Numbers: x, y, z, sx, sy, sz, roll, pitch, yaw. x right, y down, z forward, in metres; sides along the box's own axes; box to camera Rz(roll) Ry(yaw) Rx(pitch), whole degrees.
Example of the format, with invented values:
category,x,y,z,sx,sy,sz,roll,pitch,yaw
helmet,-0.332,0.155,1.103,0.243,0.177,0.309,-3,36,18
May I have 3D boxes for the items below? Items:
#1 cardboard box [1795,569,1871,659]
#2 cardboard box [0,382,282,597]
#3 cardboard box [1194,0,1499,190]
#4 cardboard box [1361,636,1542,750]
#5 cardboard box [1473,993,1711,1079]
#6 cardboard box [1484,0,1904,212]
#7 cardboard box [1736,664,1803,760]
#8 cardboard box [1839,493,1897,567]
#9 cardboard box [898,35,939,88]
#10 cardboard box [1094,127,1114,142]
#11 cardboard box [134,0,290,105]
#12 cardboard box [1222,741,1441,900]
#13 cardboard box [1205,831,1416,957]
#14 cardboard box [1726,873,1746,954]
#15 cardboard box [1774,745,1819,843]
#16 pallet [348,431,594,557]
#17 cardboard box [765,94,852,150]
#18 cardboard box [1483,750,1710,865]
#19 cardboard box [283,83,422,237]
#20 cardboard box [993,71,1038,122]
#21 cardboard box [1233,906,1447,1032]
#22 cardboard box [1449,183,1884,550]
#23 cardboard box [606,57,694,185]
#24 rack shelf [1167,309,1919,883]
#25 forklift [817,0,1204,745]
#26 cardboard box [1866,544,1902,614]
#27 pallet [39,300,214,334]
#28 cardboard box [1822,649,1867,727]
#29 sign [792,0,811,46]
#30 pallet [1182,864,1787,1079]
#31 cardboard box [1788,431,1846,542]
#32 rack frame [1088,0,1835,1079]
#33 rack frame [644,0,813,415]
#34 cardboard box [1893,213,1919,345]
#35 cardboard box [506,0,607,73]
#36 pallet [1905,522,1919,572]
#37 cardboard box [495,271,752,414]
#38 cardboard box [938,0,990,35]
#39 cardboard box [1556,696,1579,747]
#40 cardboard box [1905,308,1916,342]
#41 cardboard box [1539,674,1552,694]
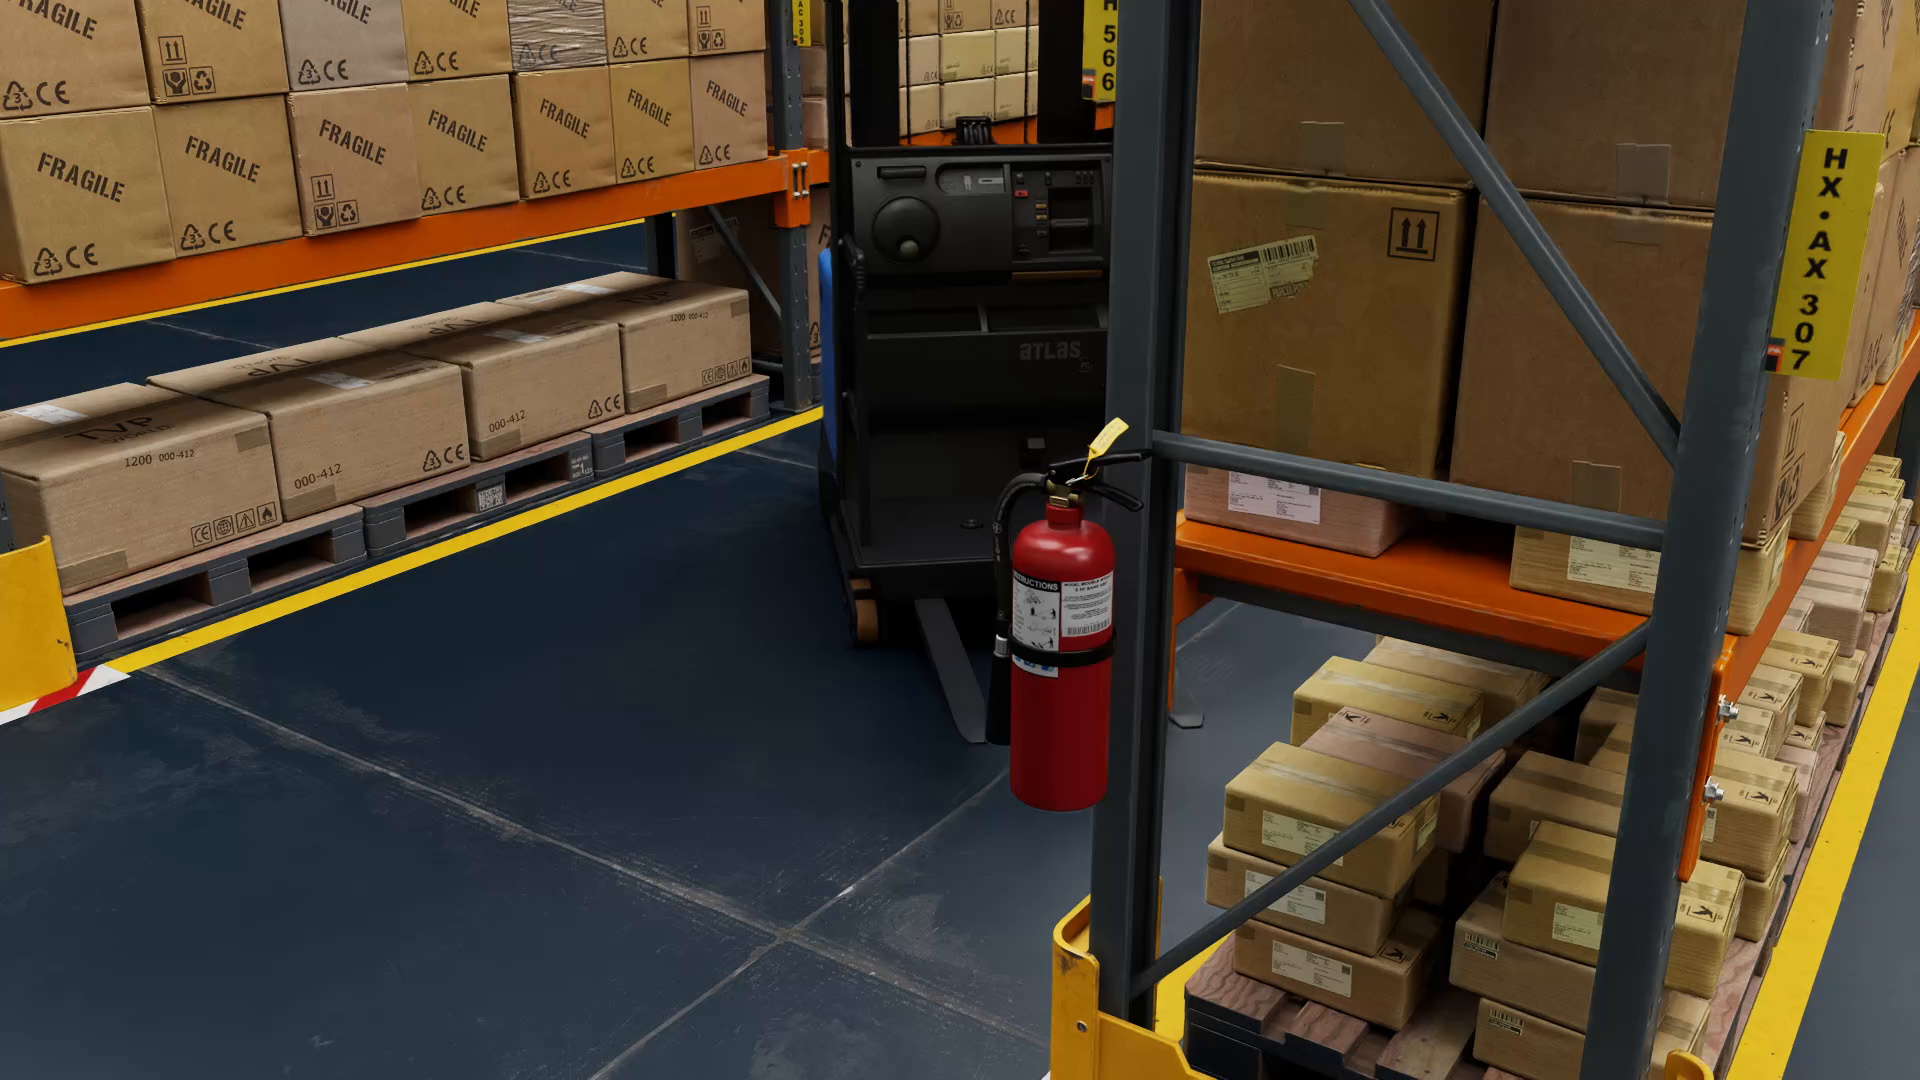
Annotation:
category,x,y,z,sx,sy,sz,roll,pitch,yaw
cardboard box,2.285,0.179,4.603,0.380,0.149,0.250,12,24,30
cardboard box,-3.168,-0.216,6.114,0.875,0.438,0.875,12,24,30
cardboard box,0.745,-0.911,2.890,0.500,0.500,0.500,13,24,31
cardboard box,1.209,0.362,4.109,0.380,0.149,0.250,12,24,30
cardboard box,1.253,0.977,3.305,0.380,0.149,0.250,14,24,33
cardboard box,1.166,-0.808,2.612,0.500,0.500,0.500,13,24,31
cardboard box,1.807,0.386,4.043,0.380,0.149,0.250,14,25,34
cardboard box,2.713,-0.056,5.238,0.380,0.149,0.250,13,24,31
cardboard box,-0.458,-2.550,8.831,0.500,0.250,0.500,14,24,33
cardboard box,0.583,-2.326,11.186,0.875,0.875,0.875,13,24,31
cardboard box,-2.667,-1.760,5.613,0.500,0.500,0.500,13,24,30
cardboard box,0.782,0.584,3.509,0.380,0.149,0.250,14,24,32
cardboard box,0.755,0.718,3.576,0.380,0.149,0.250,13,24,30
cardboard box,1.401,0.757,3.470,0.380,0.149,0.250,13,24,32
cardboard box,1.978,0.615,4.284,0.380,0.149,0.250,12,23,29
pallet,-2.385,-0.297,7.265,1.003,0.211,1.213,13,24,32
cardboard box,-0.742,-2.164,8.508,0.500,0.250,0.500,13,24,31
cardboard box,1.325,0.599,3.469,0.380,0.149,0.250,14,24,33
cardboard box,-2.387,-1.434,6.173,0.500,0.500,0.500,13,24,32
cardboard box,0.137,-2.599,9.682,0.500,0.250,0.500,13,24,31
cardboard box,0.817,0.873,3.586,0.380,0.149,0.250,14,24,33
cardboard box,1.175,-0.337,2.779,0.500,0.500,0.500,15,25,34
cardboard box,-1.542,-1.875,7.366,0.500,0.500,0.500,13,24,31
rack shelf,1.818,-0.312,4.322,1.077,0.370,4.000,13,24,32
forklift,0.123,-1.140,5.623,1.130,2.935,3.031,-3,21,-8
cardboard box,2.750,0.090,5.273,0.380,0.149,0.250,12,24,30
pallet,-5.702,-1.622,10.846,1.003,0.211,1.213,13,24,32
cardboard box,2.422,0.393,4.884,0.380,0.149,0.250,13,24,32
sign,-0.748,-2.495,7.825,0.100,0.325,0.005,13,24,32
pallet,1.223,0.984,3.800,1.003,0.211,1.213,13,24,32
cardboard box,1.451,-0.135,3.168,0.380,0.149,0.250,12,24,30
rack frame,0.697,-0.075,2.644,0.949,2.616,0.053,13,24,32
rack frame,-1.208,-2.160,8.280,1.000,3.000,0.127,13,24,32
cardboard box,2.022,-0.781,3.980,0.500,0.500,0.500,13,24,30
cardboard box,-1.815,-2.194,6.788,0.500,0.500,0.500,14,24,33
pallet,3.379,-0.139,6.837,1.003,0.211,1.213,13,24,32
cardboard box,-1.650,-0.996,8.221,0.875,0.438,0.875,13,24,31
cardboard box,-0.176,-3.041,9.076,0.500,0.500,0.500,13,24,31
cardboard box,1.488,0.487,4.629,0.380,0.149,0.250,14,24,33
cardboard box,2.428,-0.665,4.601,0.380,0.149,0.250,12,23,30
cardboard box,1.326,0.417,4.388,0.380,0.149,0.250,14,24,33
